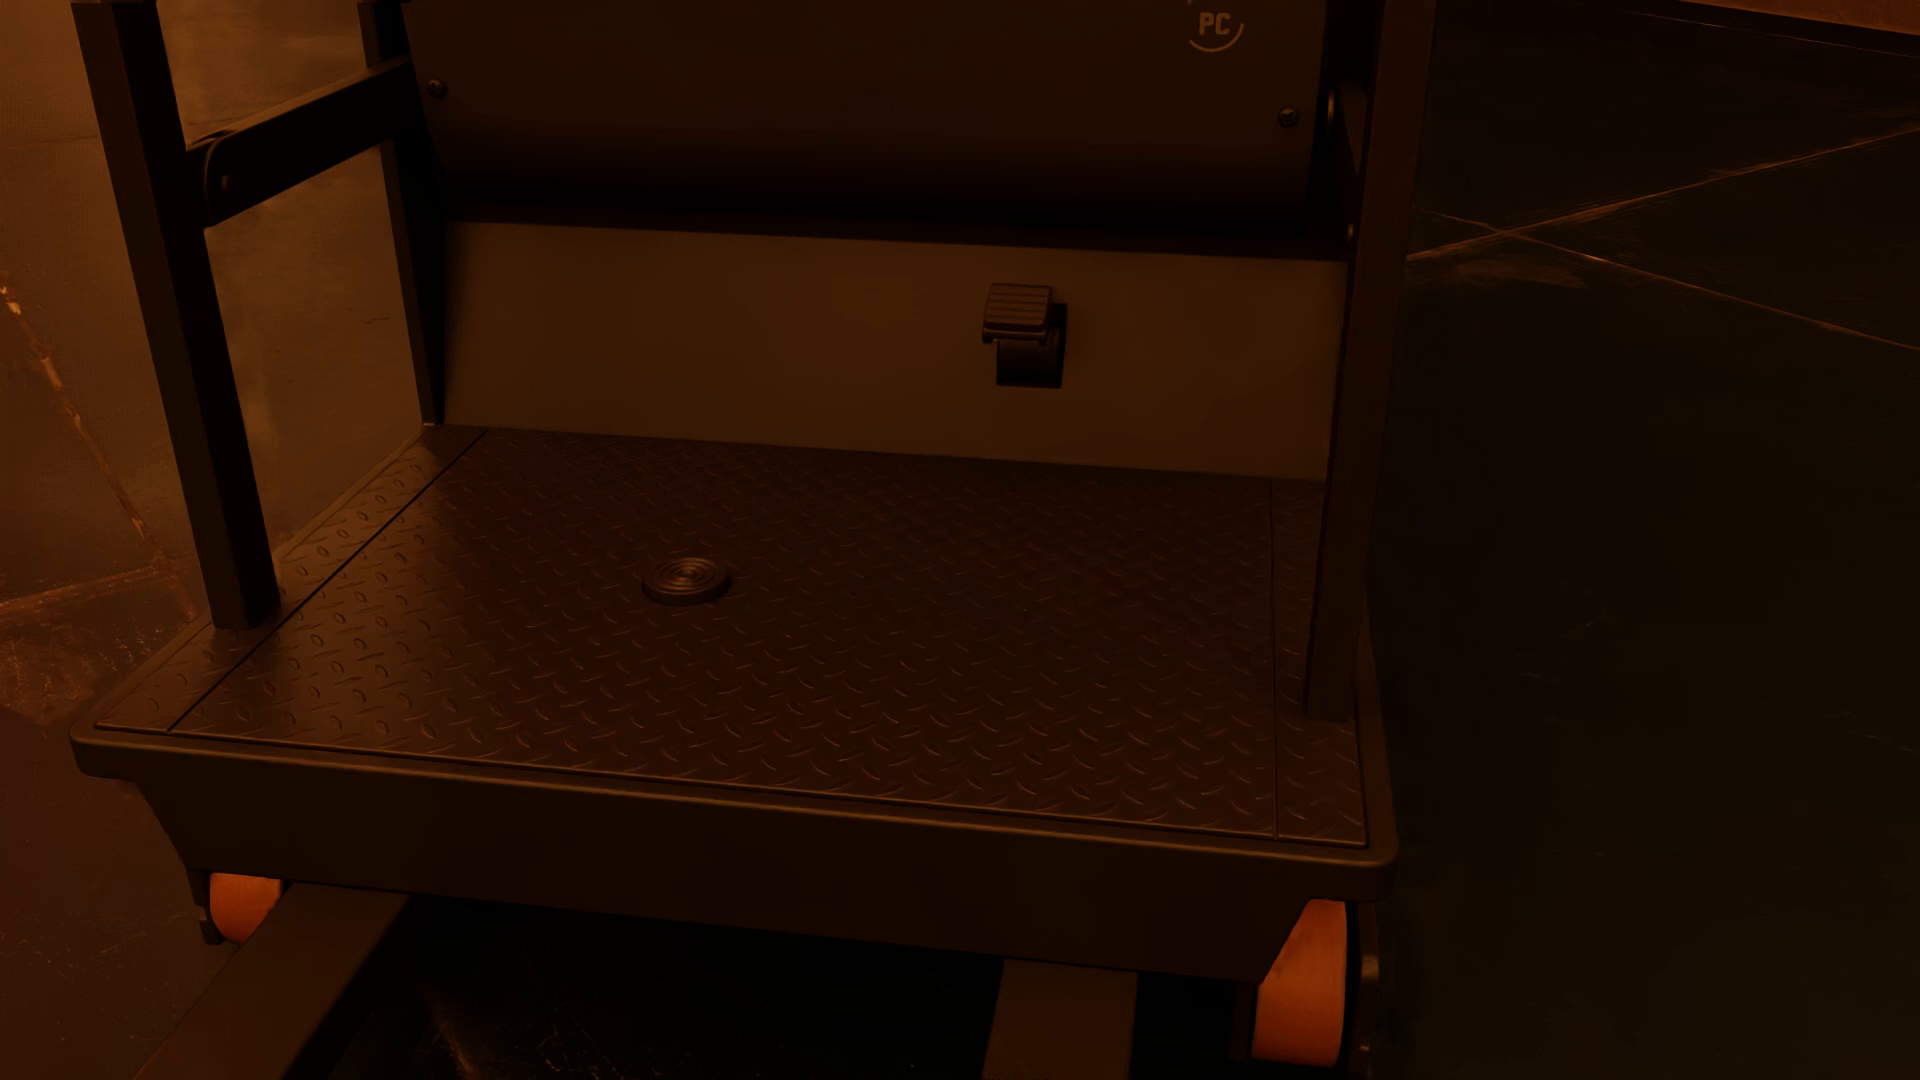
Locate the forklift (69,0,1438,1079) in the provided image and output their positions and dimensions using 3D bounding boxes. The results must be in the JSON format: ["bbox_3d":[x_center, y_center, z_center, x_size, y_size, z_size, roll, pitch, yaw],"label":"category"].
[{"bbox_3d":[-0.136,-0.999,1.223,1.130,2.935,3.031,4,27,8],"label":"forklift"}]
